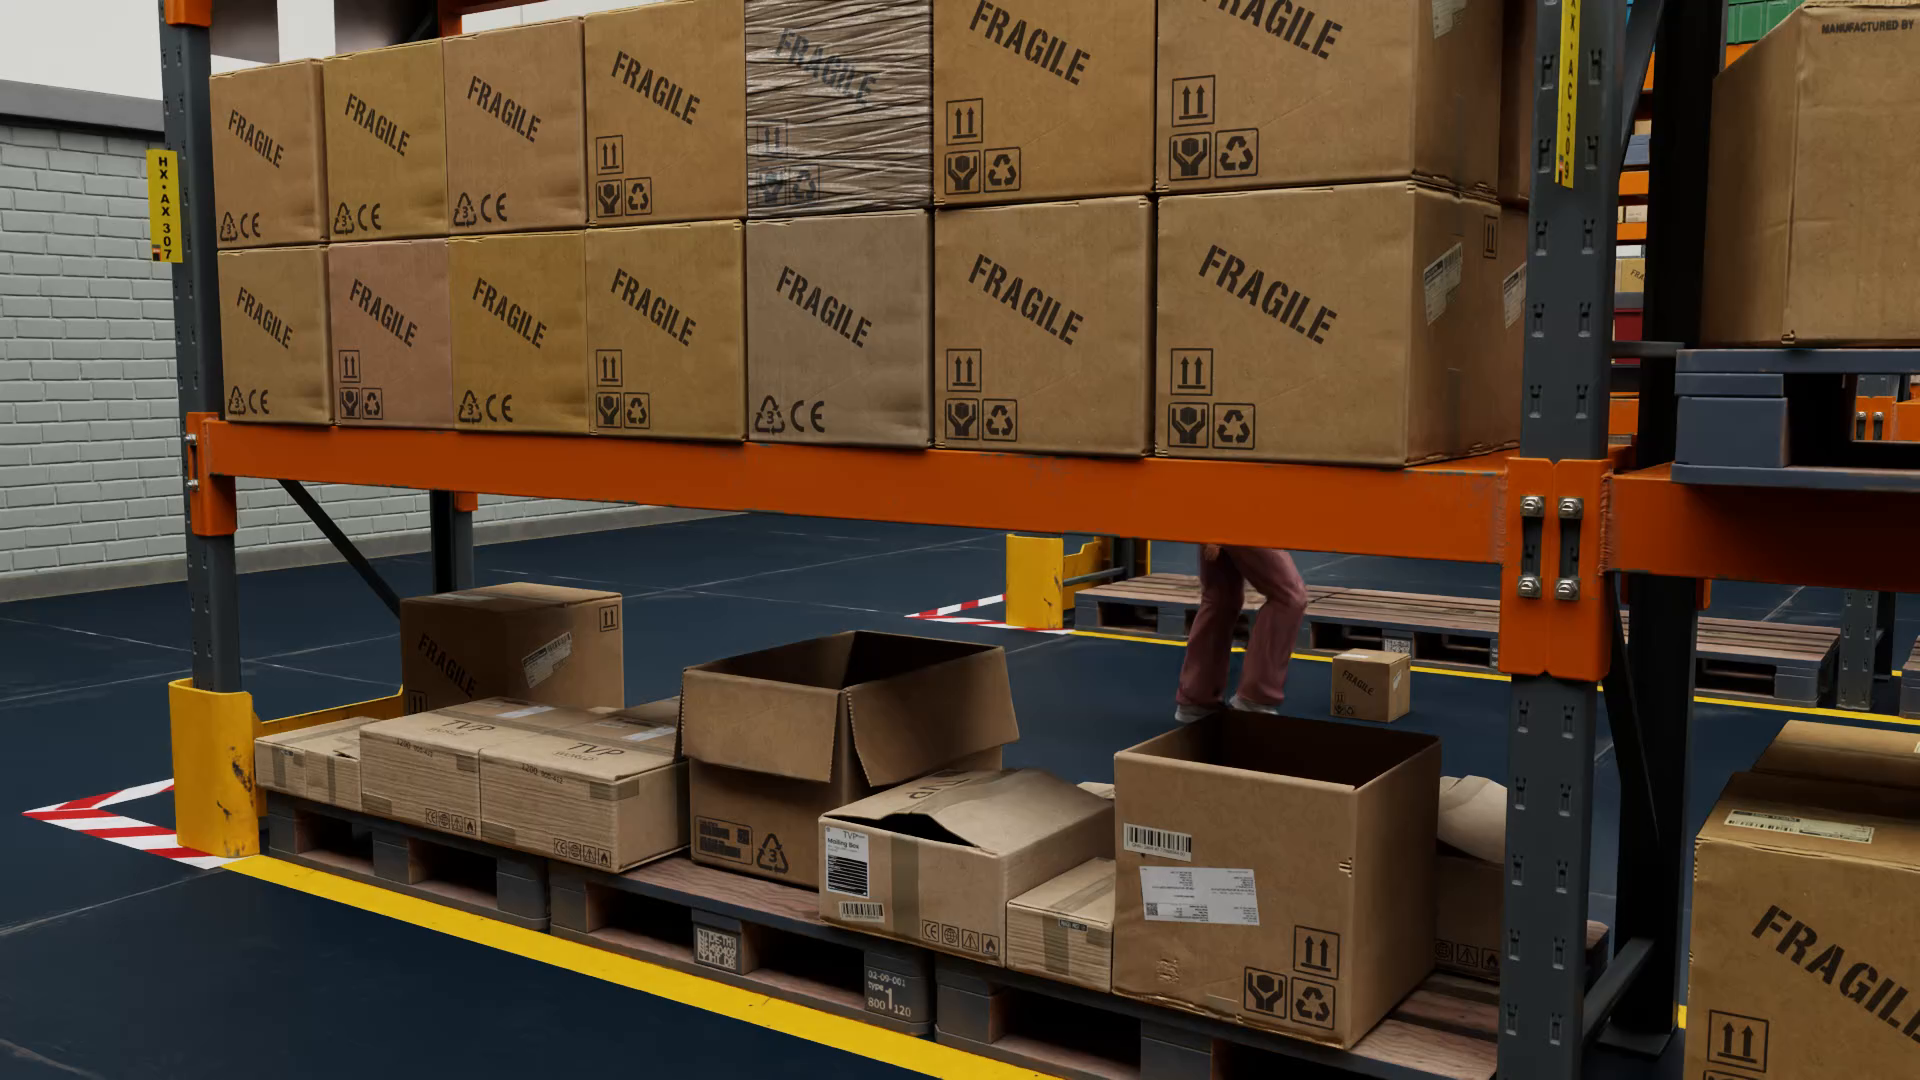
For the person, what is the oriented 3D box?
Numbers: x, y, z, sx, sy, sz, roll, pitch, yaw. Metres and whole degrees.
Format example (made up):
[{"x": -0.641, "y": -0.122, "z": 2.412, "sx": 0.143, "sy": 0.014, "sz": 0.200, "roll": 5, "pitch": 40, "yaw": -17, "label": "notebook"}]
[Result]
[{"x": 1.098, "y": -0.067, "z": 6.557, "sx": 0.487, "sy": 1.692, "sz": 0.492, "roll": 0, "pitch": 6, "yaw": 0, "label": "person"}]
